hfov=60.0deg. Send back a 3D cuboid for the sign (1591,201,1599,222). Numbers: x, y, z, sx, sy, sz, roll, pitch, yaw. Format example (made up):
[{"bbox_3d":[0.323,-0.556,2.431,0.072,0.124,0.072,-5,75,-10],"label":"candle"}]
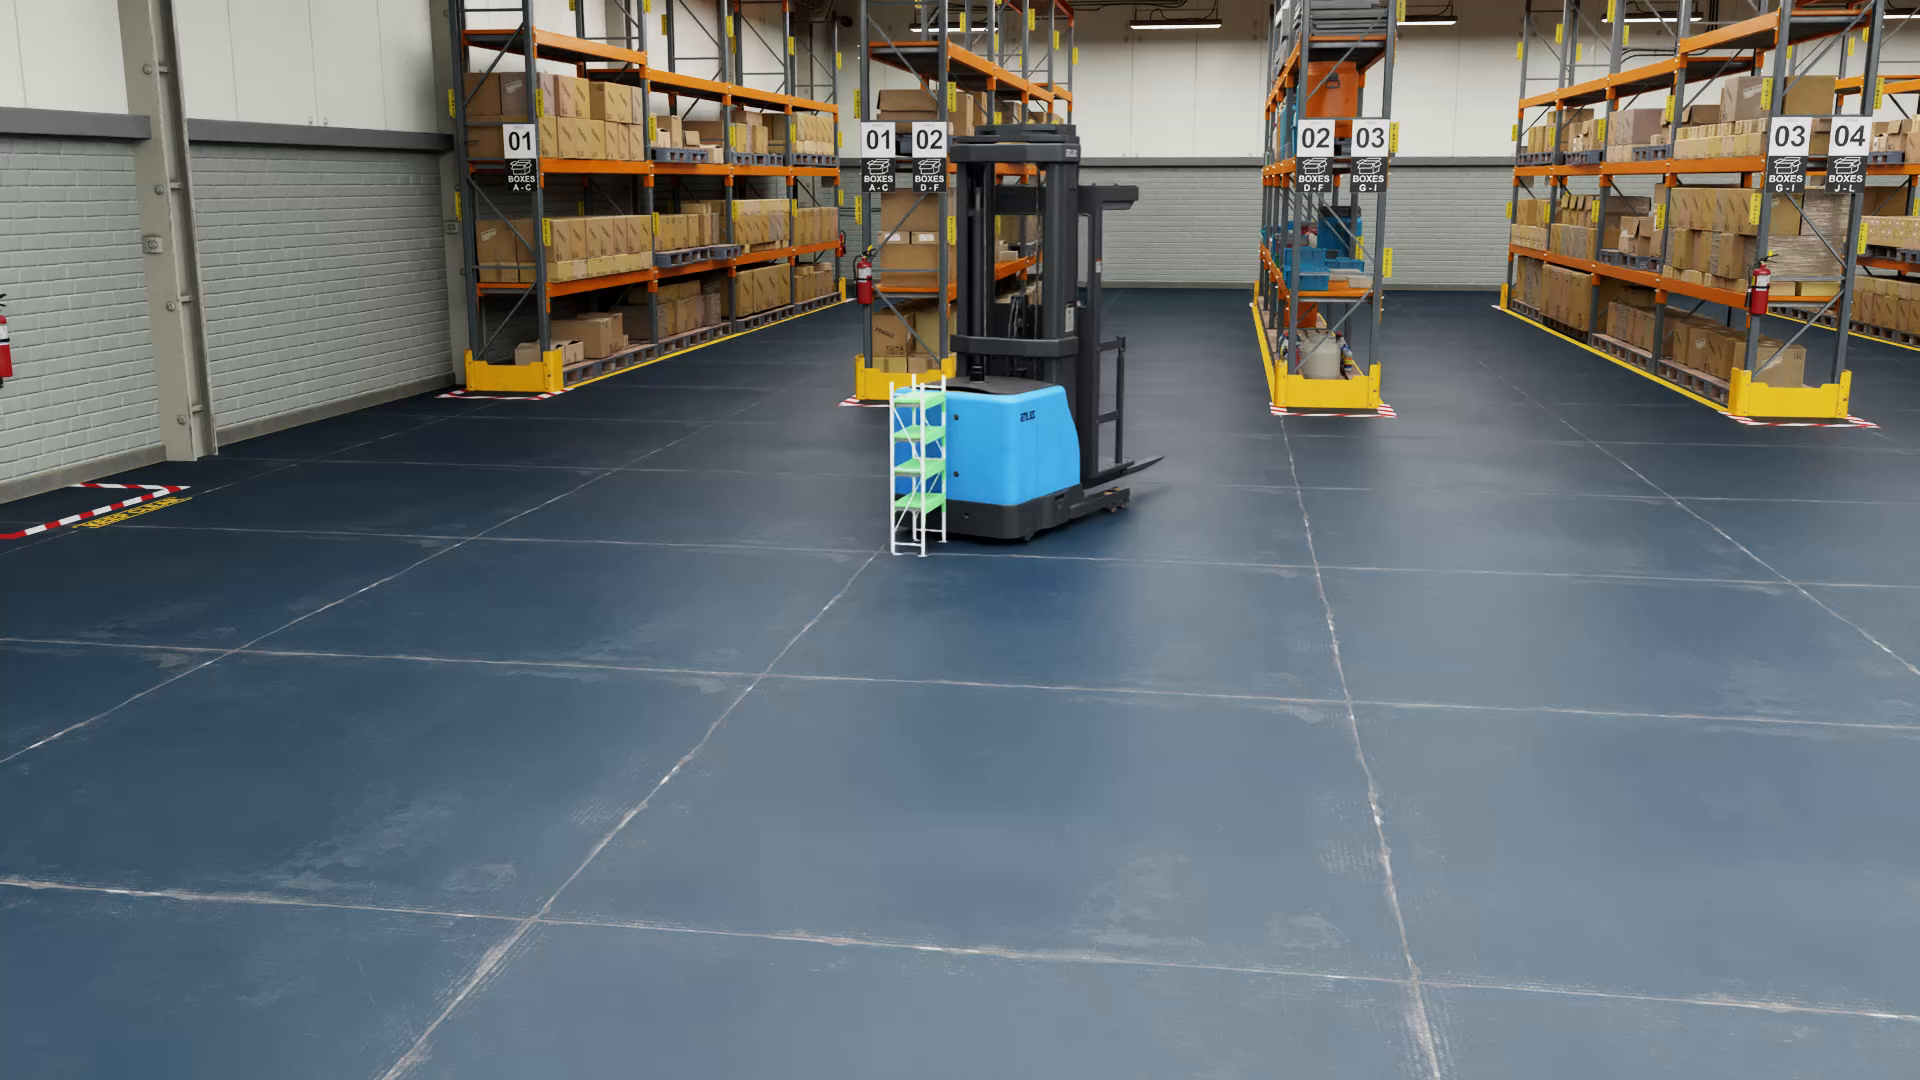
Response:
[{"bbox_3d":[9.826,-5.085,25.719,0.100,0.325,0.005,2,12,9],"label":"sign"}]

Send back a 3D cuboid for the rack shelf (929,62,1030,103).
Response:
[{"bbox_3d":[0.279,-6.792,24.808,1.077,0.370,4.000,2,12,9],"label":"rack shelf"}]

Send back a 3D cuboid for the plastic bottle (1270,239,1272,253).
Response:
[{"bbox_3d":[5.470,-5.109,28.874,0.152,0.276,0.135,2,12,9],"label":"plastic bottle"}]

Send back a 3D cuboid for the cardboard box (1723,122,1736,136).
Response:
[{"bbox_3d":[9.086,-4.763,19.262,0.380,0.149,0.250,1,12,6],"label":"cardboard box"}]

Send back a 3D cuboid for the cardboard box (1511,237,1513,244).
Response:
[{"bbox_3d":[11.224,-5.981,33.222,0.380,0.149,0.250,2,12,9],"label":"cardboard box"}]

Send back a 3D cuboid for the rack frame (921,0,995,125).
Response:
[{"bbox_3d":[-0.028,-6.923,22.758,1.000,3.000,0.127,2,12,9],"label":"rack frame"}]

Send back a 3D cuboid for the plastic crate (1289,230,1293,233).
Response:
[{"bbox_3d":[6.513,-5.778,31.823,0.437,0.282,0.530,2,12,9],"label":"plastic crate"}]

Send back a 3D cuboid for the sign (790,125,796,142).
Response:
[{"bbox_3d":[-3.156,-7.673,31.383,0.100,0.325,0.005,2,12,9],"label":"sign"}]

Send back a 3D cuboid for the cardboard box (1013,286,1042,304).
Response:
[{"bbox_3d":[1.171,-4.224,29.363,0.500,0.500,0.500,1,12,7],"label":"cardboard box"}]

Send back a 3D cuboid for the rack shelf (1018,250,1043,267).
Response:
[{"bbox_3d":[0.894,-4.888,29.262,1.077,0.370,4.000,2,12,9],"label":"rack shelf"}]

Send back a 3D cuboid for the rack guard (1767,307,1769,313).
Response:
[{"bbox_3d":[16.479,-4.747,32.835,1.175,0.500,0.348,2,12,9],"label":"rack guard"}]

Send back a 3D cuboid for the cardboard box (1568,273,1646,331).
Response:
[{"bbox_3d":[10.501,-3.811,26.604,1.225,0.875,0.875,1,12,6],"label":"cardboard box"}]

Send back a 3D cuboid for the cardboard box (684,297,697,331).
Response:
[{"bbox_3d":[-4.610,-3.617,26.544,0.700,0.500,0.500,2,12,8],"label":"cardboard box"}]

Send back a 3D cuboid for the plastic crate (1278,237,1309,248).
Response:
[{"bbox_3d":[4.638,-3.971,23.149,0.402,0.464,0.583,2,12,9],"label":"plastic crate"}]

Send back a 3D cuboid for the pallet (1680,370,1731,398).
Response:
[{"bbox_3d":[9.506,-1.910,20.355,1.003,0.211,1.213,2,12,9],"label":"pallet"}]

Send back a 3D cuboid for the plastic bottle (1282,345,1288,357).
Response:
[{"bbox_3d":[4.165,-2.328,21.098,0.152,0.276,0.135,2,12,9],"label":"plastic bottle"}]

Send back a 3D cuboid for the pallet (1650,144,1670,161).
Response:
[{"bbox_3d":[9.960,-5.168,22.181,1.213,0.211,1.003,2,12,9],"label":"pallet"}]

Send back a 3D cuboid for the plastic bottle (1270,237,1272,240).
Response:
[{"bbox_3d":[5.481,-5.190,29.234,0.061,0.283,0.133,2,12,9],"label":"plastic bottle"}]

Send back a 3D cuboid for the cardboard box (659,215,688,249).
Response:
[{"bbox_3d":[-4.648,-4.773,25.740,0.700,0.500,0.500,4,13,16],"label":"cardboard box"}]

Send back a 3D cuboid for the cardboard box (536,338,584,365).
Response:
[{"bbox_3d":[-5.256,-2.478,21.710,0.500,0.311,0.500,3,13,13],"label":"cardboard box"}]

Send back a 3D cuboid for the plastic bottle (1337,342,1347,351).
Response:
[{"bbox_3d":[4.943,-2.429,21.563,0.152,0.276,0.135,2,12,10],"label":"plastic bottle"}]

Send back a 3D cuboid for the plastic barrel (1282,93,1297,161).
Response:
[{"bbox_3d":[4.729,-5.654,22.797,0.600,0.901,0.708,2,12,9],"label":"plastic barrel"}]

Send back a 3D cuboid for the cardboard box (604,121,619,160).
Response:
[{"bbox_3d":[-4.895,-5.341,22.250,0.500,0.500,0.500,1,12,6],"label":"cardboard box"}]

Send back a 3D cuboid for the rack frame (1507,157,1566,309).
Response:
[{"bbox_3d":[11.605,-6.167,33.488,1.000,3.000,0.127,2,12,9],"label":"rack frame"}]

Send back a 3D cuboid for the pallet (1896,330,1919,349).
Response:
[{"bbox_3d":[15.382,-3.119,25.966,1.003,0.211,1.213,2,12,9],"label":"pallet"}]

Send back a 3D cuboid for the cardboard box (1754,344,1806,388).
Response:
[{"bbox_3d":[9.257,-1.949,18.853,0.500,0.500,0.500,4,13,19],"label":"cardboard box"}]

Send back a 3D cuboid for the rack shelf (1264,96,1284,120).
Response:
[{"bbox_3d":[6.403,-8.296,31.787,1.077,0.370,4.000,2,12,9],"label":"rack shelf"}]

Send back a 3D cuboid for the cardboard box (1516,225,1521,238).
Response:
[{"bbox_3d":[11.191,-6.039,32.547,0.500,0.250,0.500,2,12,8],"label":"cardboard box"}]

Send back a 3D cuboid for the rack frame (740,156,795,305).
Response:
[{"bbox_3d":[-3.693,-5.816,31.859,1.000,3.000,0.127,2,12,9],"label":"rack frame"}]

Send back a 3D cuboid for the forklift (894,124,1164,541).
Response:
[{"bbox_3d":[0.689,-1.691,12.882,1.130,2.935,3.031,7,14,30],"label":"forklift"}]

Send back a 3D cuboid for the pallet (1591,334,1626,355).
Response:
[{"bbox_3d":[10.253,-2.976,25.300,1.003,0.211,1.213,2,12,9],"label":"pallet"}]

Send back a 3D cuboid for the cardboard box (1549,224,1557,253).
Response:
[{"bbox_3d":[10.672,-5.295,29.207,0.500,0.500,0.500,2,12,9],"label":"cardboard box"}]

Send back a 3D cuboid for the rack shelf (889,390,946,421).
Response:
[{"bbox_3d":[-0.289,-0.931,11.492,0.258,0.148,0.480,4,13,16],"label":"rack shelf"}]

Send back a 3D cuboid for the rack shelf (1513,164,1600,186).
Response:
[{"bbox_3d":[11.297,-6.865,31.316,1.077,0.370,4.000,2,12,9],"label":"rack shelf"}]

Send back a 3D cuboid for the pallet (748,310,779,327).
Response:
[{"bbox_3d":[-3.923,-4.035,30.214,1.003,0.211,1.213,2,12,9],"label":"pallet"}]

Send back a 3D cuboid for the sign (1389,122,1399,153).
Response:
[{"bbox_3d":[4.793,-4.449,18.374,0.100,0.325,0.005,2,12,9],"label":"sign"}]

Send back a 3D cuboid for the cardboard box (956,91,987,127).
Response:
[{"bbox_3d":[0.105,-6.083,23.557,0.500,0.500,0.500,2,12,9],"label":"cardboard box"}]

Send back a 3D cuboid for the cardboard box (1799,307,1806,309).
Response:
[{"bbox_3d":[15.869,-4.376,30.947,0.380,0.149,0.250,2,12,9],"label":"cardboard box"}]

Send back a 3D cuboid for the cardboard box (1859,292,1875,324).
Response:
[{"bbox_3d":[15.420,-3.880,27.815,0.500,0.500,0.500,2,12,11],"label":"cardboard box"}]

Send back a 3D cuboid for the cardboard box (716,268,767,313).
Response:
[{"bbox_3d":[-3.925,-4.468,29.713,0.750,0.750,0.750,2,12,8],"label":"cardboard box"}]

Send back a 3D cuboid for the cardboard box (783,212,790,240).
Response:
[{"bbox_3d":[-3.515,-5.915,31.331,0.500,0.500,0.500,2,12,8],"label":"cardboard box"}]

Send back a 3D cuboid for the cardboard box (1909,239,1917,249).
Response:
[{"bbox_3d":[14.922,-4.571,25.685,0.380,0.149,0.250,2,12,8],"label":"cardboard box"}]

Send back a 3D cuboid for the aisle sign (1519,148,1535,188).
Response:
[{"bbox_3d":[11.320,-7.462,33.329,0.394,0.787,0.004,2,12,9],"label":"aisle sign"}]

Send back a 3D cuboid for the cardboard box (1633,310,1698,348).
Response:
[{"bbox_3d":[10.053,-3.004,23.702,0.700,0.500,0.500,1,12,4],"label":"cardboard box"}]

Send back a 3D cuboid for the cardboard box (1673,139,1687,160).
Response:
[{"bbox_3d":[9.437,-4.976,21.201,0.500,0.250,0.500,1,12,6],"label":"cardboard box"}]

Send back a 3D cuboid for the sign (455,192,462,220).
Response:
[{"bbox_3d":[-6.084,-4.060,20.215,0.100,0.325,0.005,2,12,9],"label":"sign"}]

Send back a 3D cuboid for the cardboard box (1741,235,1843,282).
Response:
[{"bbox_3d":[9.256,-3.144,18.519,0.875,0.500,0.500,2,12,9],"label":"cardboard box"}]

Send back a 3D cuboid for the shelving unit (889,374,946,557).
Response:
[{"bbox_3d":[-0.289,-0.525,11.580,0.258,1.200,0.503,4,13,16],"label":"shelving unit"}]

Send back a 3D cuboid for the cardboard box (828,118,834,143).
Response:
[{"bbox_3d":[-2.921,-8.501,34.541,0.500,0.500,0.500,2,12,8],"label":"cardboard box"}]

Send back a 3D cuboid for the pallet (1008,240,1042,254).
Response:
[{"bbox_3d":[0.881,-5.134,29.153,1.003,0.211,1.213,2,12,9],"label":"pallet"}]

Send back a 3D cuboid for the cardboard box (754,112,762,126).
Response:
[{"bbox_3d":[-3.958,-7.734,30.577,0.500,0.250,0.500,3,12,13],"label":"cardboard box"}]

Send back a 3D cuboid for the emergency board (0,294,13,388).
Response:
[{"bbox_3d":[-7.627,-1.729,12.897,0.194,1.169,0.643,2,12,9],"label":"emergency board"}]
